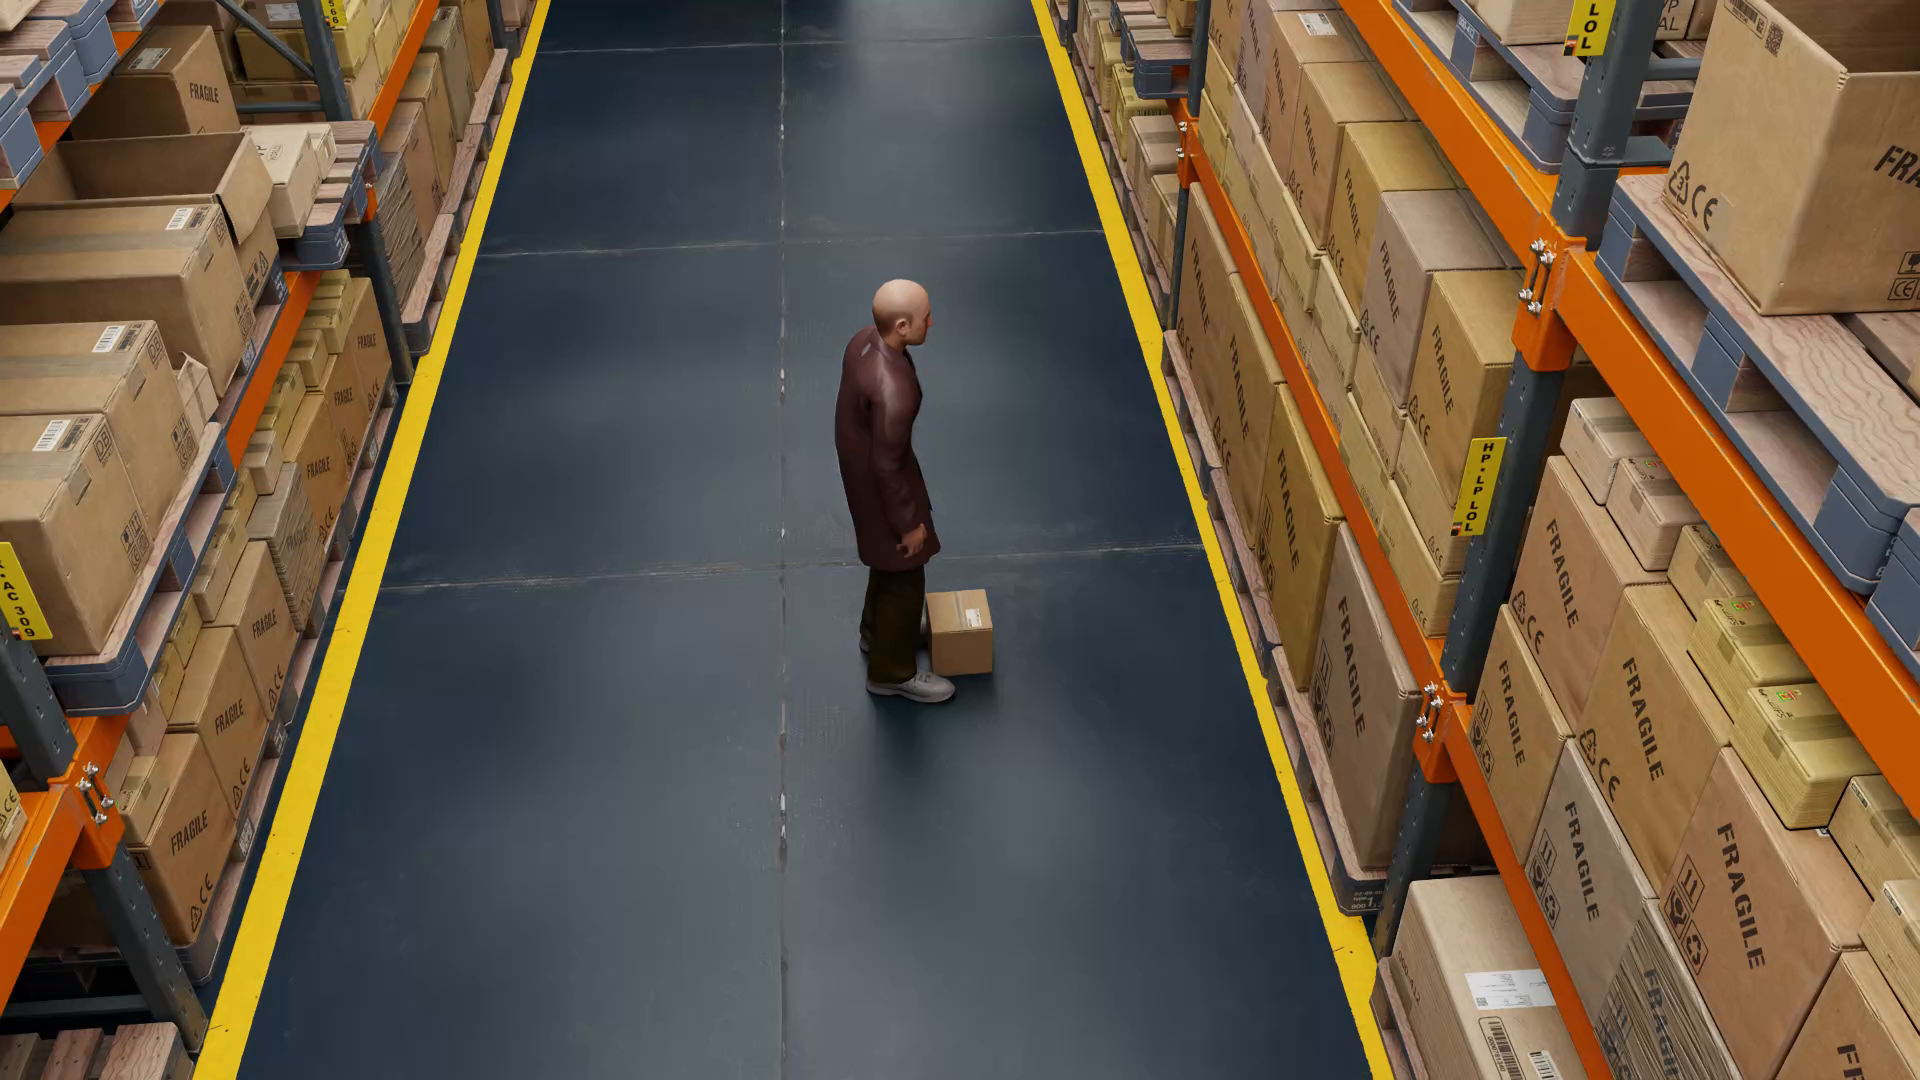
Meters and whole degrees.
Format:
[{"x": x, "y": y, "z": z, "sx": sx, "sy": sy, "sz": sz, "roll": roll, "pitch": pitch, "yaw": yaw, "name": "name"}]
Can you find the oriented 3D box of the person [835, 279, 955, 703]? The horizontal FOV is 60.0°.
[{"x": -0.256, "y": -0.202, "z": 6.419, "sx": 0.428, "sy": 1.773, "sz": 0.650, "roll": -5, "pitch": 39, "yaw": -7, "name": "person"}]
